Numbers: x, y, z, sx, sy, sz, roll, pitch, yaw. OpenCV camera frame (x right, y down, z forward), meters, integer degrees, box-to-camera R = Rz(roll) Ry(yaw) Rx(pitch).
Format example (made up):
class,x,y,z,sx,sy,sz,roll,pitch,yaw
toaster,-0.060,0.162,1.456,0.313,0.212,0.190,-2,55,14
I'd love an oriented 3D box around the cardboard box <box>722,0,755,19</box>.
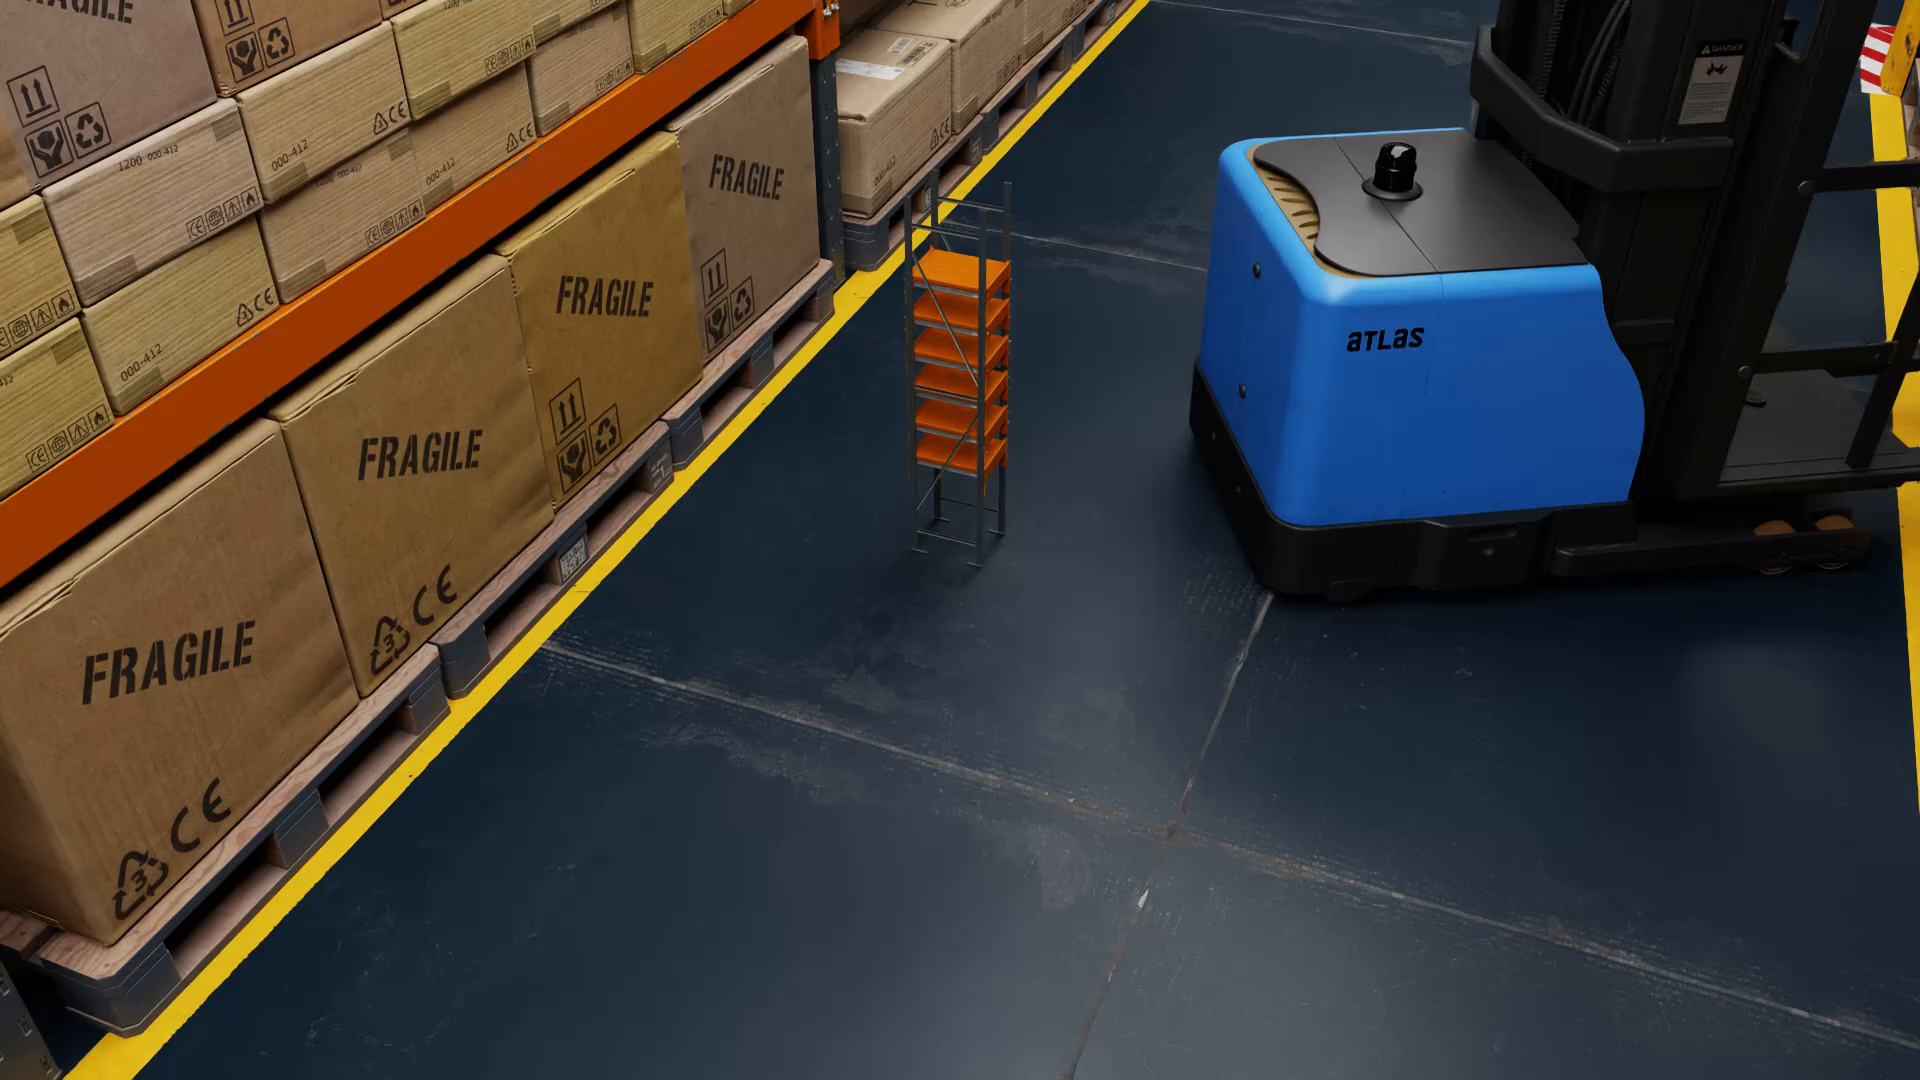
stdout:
class,x,y,z,sx,sy,sz,roll,pitch,yaw
cardboard box,-0.878,-1.949,5.477,0.500,0.250,0.500,13,39,17

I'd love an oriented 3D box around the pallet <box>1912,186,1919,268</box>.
class,x,y,z,sx,sy,sz,roll,pitch,yaw
pallet,4.377,-1.127,6.581,1.003,0.211,1.213,14,39,18

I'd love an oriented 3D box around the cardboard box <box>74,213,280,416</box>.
class,x,y,z,sx,sy,sz,roll,pitch,yaw
cardboard box,-1.864,-0.542,3.594,0.500,0.250,0.500,13,39,16

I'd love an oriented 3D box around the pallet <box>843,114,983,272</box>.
class,x,y,z,sx,sy,sz,roll,pitch,yaw
pallet,-0.578,-1.601,7.215,1.003,0.211,1.213,14,39,18

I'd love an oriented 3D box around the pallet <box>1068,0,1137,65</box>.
class,x,y,z,sx,sy,sz,roll,pitch,yaw
pallet,0.350,-2.952,9.023,1.003,0.211,1.213,14,39,18

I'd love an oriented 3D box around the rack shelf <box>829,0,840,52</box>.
class,x,y,z,sx,sy,sz,roll,pitch,yaw
rack shelf,-0.179,-3.134,7.538,1.077,0.370,4.000,14,39,18

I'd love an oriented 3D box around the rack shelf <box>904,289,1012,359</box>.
class,x,y,z,sx,sy,sz,roll,pitch,yaw
rack shelf,-0.005,-0.629,4.763,0.258,0.103,0.180,14,39,18

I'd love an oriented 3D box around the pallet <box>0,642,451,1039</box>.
class,x,y,z,sx,sy,sz,roll,pitch,yaw
pallet,-2.092,0.598,4.274,1.003,0.211,1.213,14,39,18

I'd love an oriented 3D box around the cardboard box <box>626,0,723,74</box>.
class,x,y,z,sx,sy,sz,roll,pitch,yaw
cardboard box,-1.072,-1.667,5.100,0.500,0.250,0.500,13,39,17

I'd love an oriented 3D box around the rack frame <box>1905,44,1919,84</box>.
class,x,y,z,sx,sy,sz,roll,pitch,yaw
rack frame,5.174,-3.400,7.294,1.000,3.000,0.127,14,39,18

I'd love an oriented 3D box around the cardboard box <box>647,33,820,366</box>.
class,x,y,z,sx,sy,sz,roll,pitch,yaw
cardboard box,-1.102,-1.270,5.868,0.875,0.875,0.875,15,39,19

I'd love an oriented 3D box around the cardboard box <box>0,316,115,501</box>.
class,x,y,z,sx,sy,sz,roll,pitch,yaw
cardboard box,-2.043,-0.253,3.209,0.500,0.250,0.500,13,39,17

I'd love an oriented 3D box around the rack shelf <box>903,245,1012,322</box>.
class,x,y,z,sx,sy,sz,roll,pitch,yaw
rack shelf,-0.005,-0.725,4.691,0.258,0.103,0.180,14,39,18

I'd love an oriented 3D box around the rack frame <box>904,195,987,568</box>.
class,x,y,z,sx,sy,sz,roll,pitch,yaw
rack frame,-0.040,-0.422,4.812,0.240,1.200,0.006,14,39,18

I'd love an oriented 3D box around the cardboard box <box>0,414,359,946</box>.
class,x,y,z,sx,sy,sz,roll,pitch,yaw
cardboard box,-2.122,0.220,3.875,0.875,0.875,0.875,14,39,17

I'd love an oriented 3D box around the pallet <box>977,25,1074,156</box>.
class,x,y,z,sx,sy,sz,roll,pitch,yaw
pallet,-0.116,-2.278,8.122,1.003,0.211,1.213,14,39,18

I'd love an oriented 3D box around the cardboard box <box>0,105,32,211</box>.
class,x,y,z,sx,sy,sz,roll,pitch,yaw
cardboard box,-2.048,-0.758,2.840,0.500,0.500,0.500,13,39,16

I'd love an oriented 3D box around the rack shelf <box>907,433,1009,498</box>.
class,x,y,z,sx,sy,sz,roll,pitch,yaw
rack shelf,-0.006,-0.245,5.050,0.258,0.103,0.180,14,39,18

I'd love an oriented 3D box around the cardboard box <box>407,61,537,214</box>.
class,x,y,z,sx,sy,sz,roll,pitch,yaw
cardboard box,-1.475,-1.105,4.348,0.500,0.250,0.500,14,39,18

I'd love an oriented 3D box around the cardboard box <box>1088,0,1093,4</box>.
class,x,y,z,sx,sy,sz,roll,pitch,yaw
cardboard box,0.423,-3.283,8.926,0.875,0.438,0.875,13,39,16

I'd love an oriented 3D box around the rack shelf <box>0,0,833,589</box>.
class,x,y,z,sx,sy,sz,roll,pitch,yaw
rack shelf,-1.701,-0.919,4.575,1.077,0.370,4.000,14,39,18

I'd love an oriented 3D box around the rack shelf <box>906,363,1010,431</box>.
class,x,y,z,sx,sy,sz,roll,pitch,yaw
rack shelf,-0.005,-0.437,4.907,0.258,0.103,0.180,14,39,18

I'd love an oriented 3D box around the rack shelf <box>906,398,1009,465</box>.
class,x,y,z,sx,sy,sz,roll,pitch,yaw
rack shelf,-0.006,-0.341,4.979,0.258,0.103,0.180,14,39,18

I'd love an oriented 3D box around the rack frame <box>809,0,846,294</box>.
class,x,y,z,sx,sy,sz,roll,pitch,yaw
rack frame,-0.940,-2.314,5.841,1.000,3.000,0.127,14,39,18

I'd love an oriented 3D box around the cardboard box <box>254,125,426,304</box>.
class,x,y,z,sx,sy,sz,roll,pitch,yaw
cardboard box,-1.659,-0.831,3.981,0.500,0.250,0.500,15,39,19

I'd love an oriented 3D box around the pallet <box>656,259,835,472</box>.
class,x,y,z,sx,sy,sz,roll,pitch,yaw
pallet,-1.164,-0.753,6.081,1.003,0.211,1.213,14,39,18

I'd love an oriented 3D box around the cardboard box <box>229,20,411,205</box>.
class,x,y,z,sx,sy,sz,roll,pitch,yaw
cardboard box,-1.642,-1.023,3.821,0.500,0.250,0.500,14,39,18

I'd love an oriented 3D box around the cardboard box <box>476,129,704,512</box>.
class,x,y,z,sx,sy,sz,roll,pitch,yaw
cardboard box,-1.439,-0.768,5.196,0.875,0.875,0.875,15,39,19

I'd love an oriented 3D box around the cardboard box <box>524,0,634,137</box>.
class,x,y,z,sx,sy,sz,roll,pitch,yaw
cardboard box,-1.282,-1.392,4.732,0.500,0.250,0.500,13,39,17

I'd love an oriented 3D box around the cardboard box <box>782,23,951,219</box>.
class,x,y,z,sx,sy,sz,roll,pitch,yaw
cardboard box,-0.602,-1.780,6.915,0.875,0.438,0.875,13,39,17

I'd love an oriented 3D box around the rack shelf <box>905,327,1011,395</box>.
class,x,y,z,sx,sy,sz,roll,pitch,yaw
rack shelf,-0.005,-0.533,4.835,0.258,0.103,0.180,14,39,18

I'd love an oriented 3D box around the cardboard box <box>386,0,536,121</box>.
class,x,y,z,sx,sy,sz,roll,pitch,yaw
cardboard box,-1.437,-1.301,4.193,0.500,0.250,0.500,15,39,19

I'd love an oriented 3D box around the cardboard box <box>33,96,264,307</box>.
class,x,y,z,sx,sy,sz,roll,pitch,yaw
cardboard box,-1.843,-0.750,3.456,0.500,0.250,0.500,15,39,19

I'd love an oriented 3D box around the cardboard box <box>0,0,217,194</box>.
class,x,y,z,sx,sy,sz,roll,pitch,yaw
cardboard box,-1.868,-1.034,3.210,0.500,0.500,0.500,14,39,18

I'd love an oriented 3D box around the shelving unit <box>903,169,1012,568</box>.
class,x,y,z,sx,sy,sz,roll,pitch,yaw
shelving unit,-0.005,-0.473,4.880,0.258,1.200,0.189,14,39,18

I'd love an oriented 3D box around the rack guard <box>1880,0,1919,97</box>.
class,x,y,z,sx,sy,sz,roll,pitch,yaw
rack guard,5.145,-2.357,7.986,1.175,0.500,0.348,14,39,18

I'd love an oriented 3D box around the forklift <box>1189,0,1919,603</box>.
class,x,y,z,sx,sy,sz,roll,pitch,yaw
forklift,2.338,-1.378,4.646,3.031,2.935,1.130,-5,37,-6

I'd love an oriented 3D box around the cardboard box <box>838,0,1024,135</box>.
class,x,y,z,sx,sy,sz,roll,pitch,yaw
cardboard box,-0.262,-2.275,7.578,0.875,0.438,0.875,13,39,16

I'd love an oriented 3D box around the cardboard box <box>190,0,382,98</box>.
class,x,y,z,sx,sy,sz,roll,pitch,yaw
cardboard box,-1.657,-1.317,3.588,0.500,0.500,0.500,15,39,19

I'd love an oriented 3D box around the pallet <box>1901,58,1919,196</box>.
class,x,y,z,sx,sy,sz,roll,pitch,yaw
pallet,4.842,-1.800,7.482,1.003,0.211,1.213,14,39,18

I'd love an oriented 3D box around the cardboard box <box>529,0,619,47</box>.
class,x,y,z,sx,sy,sz,roll,pitch,yaw
cardboard box,-1.258,-1.589,4.577,0.500,0.250,0.500,15,39,19

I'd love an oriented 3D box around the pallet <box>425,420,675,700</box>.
class,x,y,z,sx,sy,sz,roll,pitch,yaw
pallet,-1.627,-0.075,5.174,1.003,0.211,1.213,14,39,18

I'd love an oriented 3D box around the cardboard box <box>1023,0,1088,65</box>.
class,x,y,z,sx,sy,sz,roll,pitch,yaw
cardboard box,0.083,-2.774,8.245,0.875,0.438,0.875,15,39,19

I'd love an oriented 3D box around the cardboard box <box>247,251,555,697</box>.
class,x,y,z,sx,sy,sz,roll,pitch,yaw
cardboard box,-1.779,-0.273,4.534,0.875,0.875,0.875,14,39,18

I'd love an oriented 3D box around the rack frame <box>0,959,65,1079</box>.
class,x,y,z,sx,sy,sz,roll,pitch,yaw
rack frame,-2.462,-0.100,2.878,1.000,3.000,0.127,14,39,18

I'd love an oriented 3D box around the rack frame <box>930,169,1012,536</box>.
class,x,y,z,sx,sy,sz,roll,pitch,yaw
rack frame,0.029,-0.523,4.948,0.240,1.200,0.006,14,39,18

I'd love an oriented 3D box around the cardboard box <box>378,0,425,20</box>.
class,x,y,z,sx,sy,sz,roll,pitch,yaw
cardboard box,-1.462,-1.596,3.961,0.500,0.500,0.500,14,39,18

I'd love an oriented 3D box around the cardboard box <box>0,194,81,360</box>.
class,x,y,z,sx,sy,sz,roll,pitch,yaw
cardboard box,-2.041,-0.464,3.073,0.500,0.250,0.500,14,39,17
